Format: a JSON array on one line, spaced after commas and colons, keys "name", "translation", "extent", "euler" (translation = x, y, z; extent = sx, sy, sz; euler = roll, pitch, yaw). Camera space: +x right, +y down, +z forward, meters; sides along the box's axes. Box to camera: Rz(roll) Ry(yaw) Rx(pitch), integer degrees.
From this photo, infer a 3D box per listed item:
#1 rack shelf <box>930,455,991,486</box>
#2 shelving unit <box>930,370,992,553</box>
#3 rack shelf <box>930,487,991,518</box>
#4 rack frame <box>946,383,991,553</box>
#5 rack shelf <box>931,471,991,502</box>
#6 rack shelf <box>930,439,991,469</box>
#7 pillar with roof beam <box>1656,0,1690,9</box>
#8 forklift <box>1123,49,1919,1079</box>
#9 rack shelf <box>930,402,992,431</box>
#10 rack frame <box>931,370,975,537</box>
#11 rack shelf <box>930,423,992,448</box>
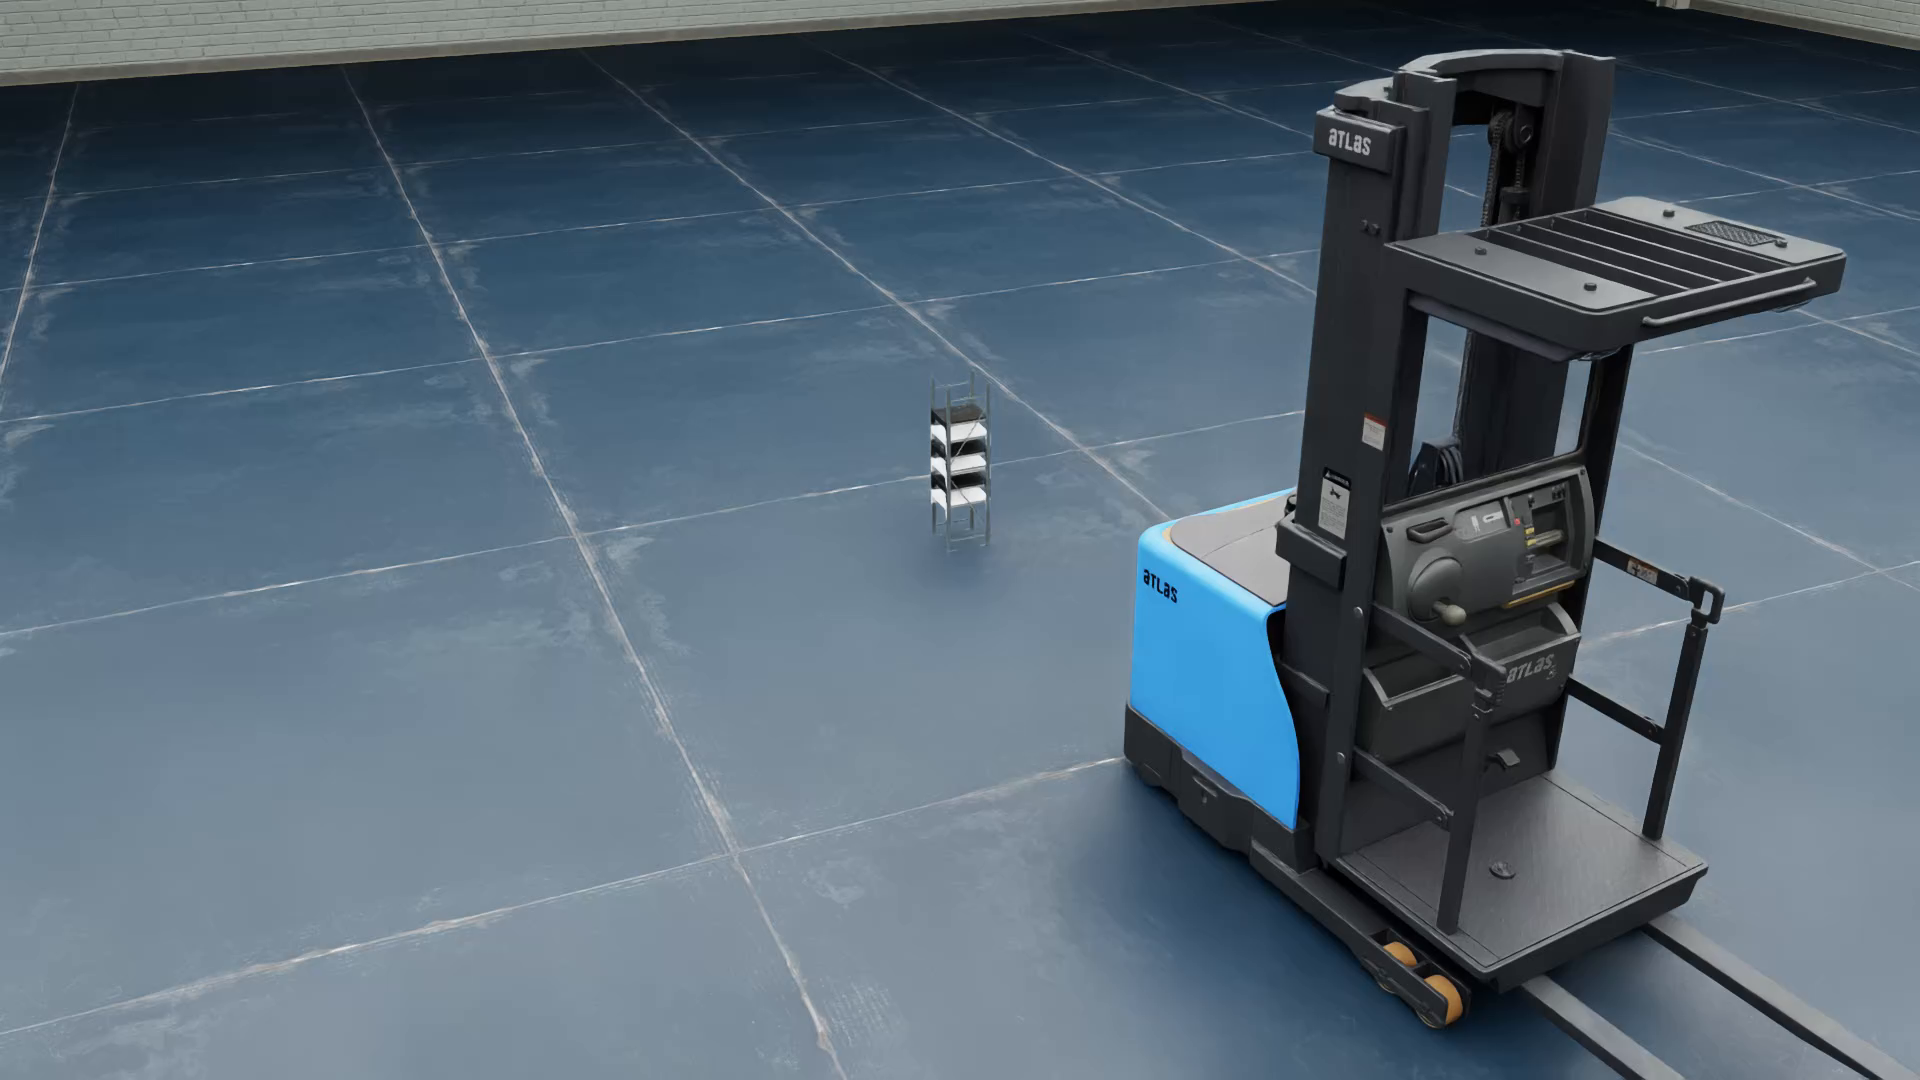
[{"name": "rack shelf", "translation": [0.003, -0.371, 8.560], "extent": [0.258, 0.077, 0.200], "euler": [-11, 28, -21]}, {"name": "shelving unit", "translation": [0.003, -0.401, 8.546], "extent": [0.258, 0.900, 0.210], "euler": [-11, 28, -21]}, {"name": "rack shelf", "translation": [0.003, -0.209, 8.639], "extent": [0.258, 0.077, 0.200], "euler": [-11, 28, -21]}, {"name": "rack frame", "translation": [0.043, -0.360, 8.462], "extent": [0.240, 0.900, 0.006], "euler": [-11, 28, -21]}, {"name": "rack shelf", "translation": [0.003, -0.290, 8.600], "extent": [0.258, 0.077, 0.200], "euler": [-11, 28, -21]}, {"name": "rack shelf", "translation": [0.003, -0.452, 8.521], "extent": [0.258, 0.077, 0.200], "euler": [-11, 28, -21]}, {"name": "pillar with roof beam", "translation": [6.957, -11.467, 21.979], "extent": [9.100, 9.000, 0.400], "euler": [-11, 28, -21]}, {"name": "forklift", "translation": [1.854, 0.052, 5.302], "extent": [1.130, 2.935, 3.031], "euler": [-15, 30, -27]}, {"name": "rack shelf", "translation": [0.003, -0.614, 8.442], "extent": [0.258, 0.077, 0.200], "euler": [-11, 28, -21]}, {"name": "rack frame", "translation": [-0.037, -0.442, 8.630], "extent": [0.240, 0.900, 0.006], "euler": [-11, 28, -21]}, {"name": "rack shelf", "translation": [0.003, -0.533, 8.481], "extent": [0.258, 0.077, 0.200], "euler": [-11, 28, -21]}]
